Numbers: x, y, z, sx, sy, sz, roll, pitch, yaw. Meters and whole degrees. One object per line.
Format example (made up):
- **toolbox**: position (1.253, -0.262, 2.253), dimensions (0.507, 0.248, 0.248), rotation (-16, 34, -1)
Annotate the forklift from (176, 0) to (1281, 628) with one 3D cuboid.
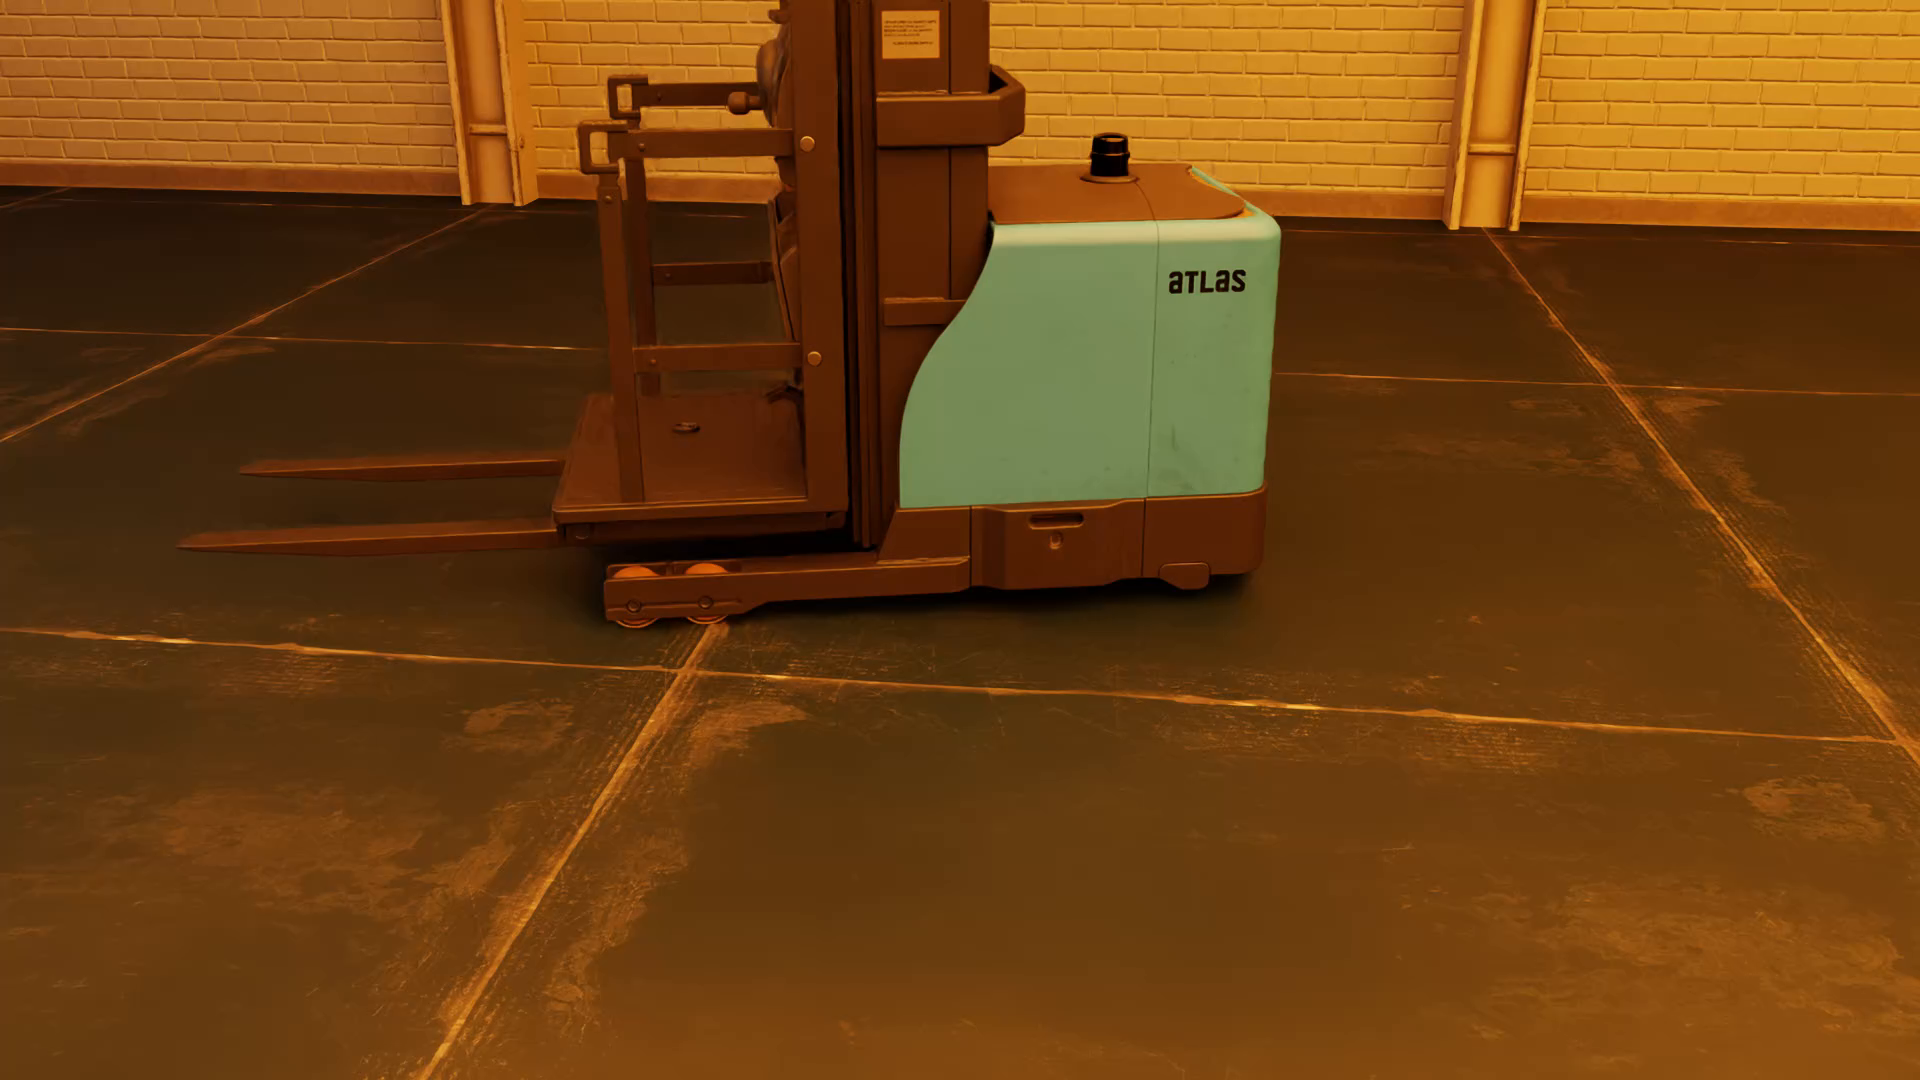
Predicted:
- **forklift**: position (-0.677, -1.326, 4.546), dimensions (3.031, 2.935, 1.130), rotation (-3, 22, -6)
